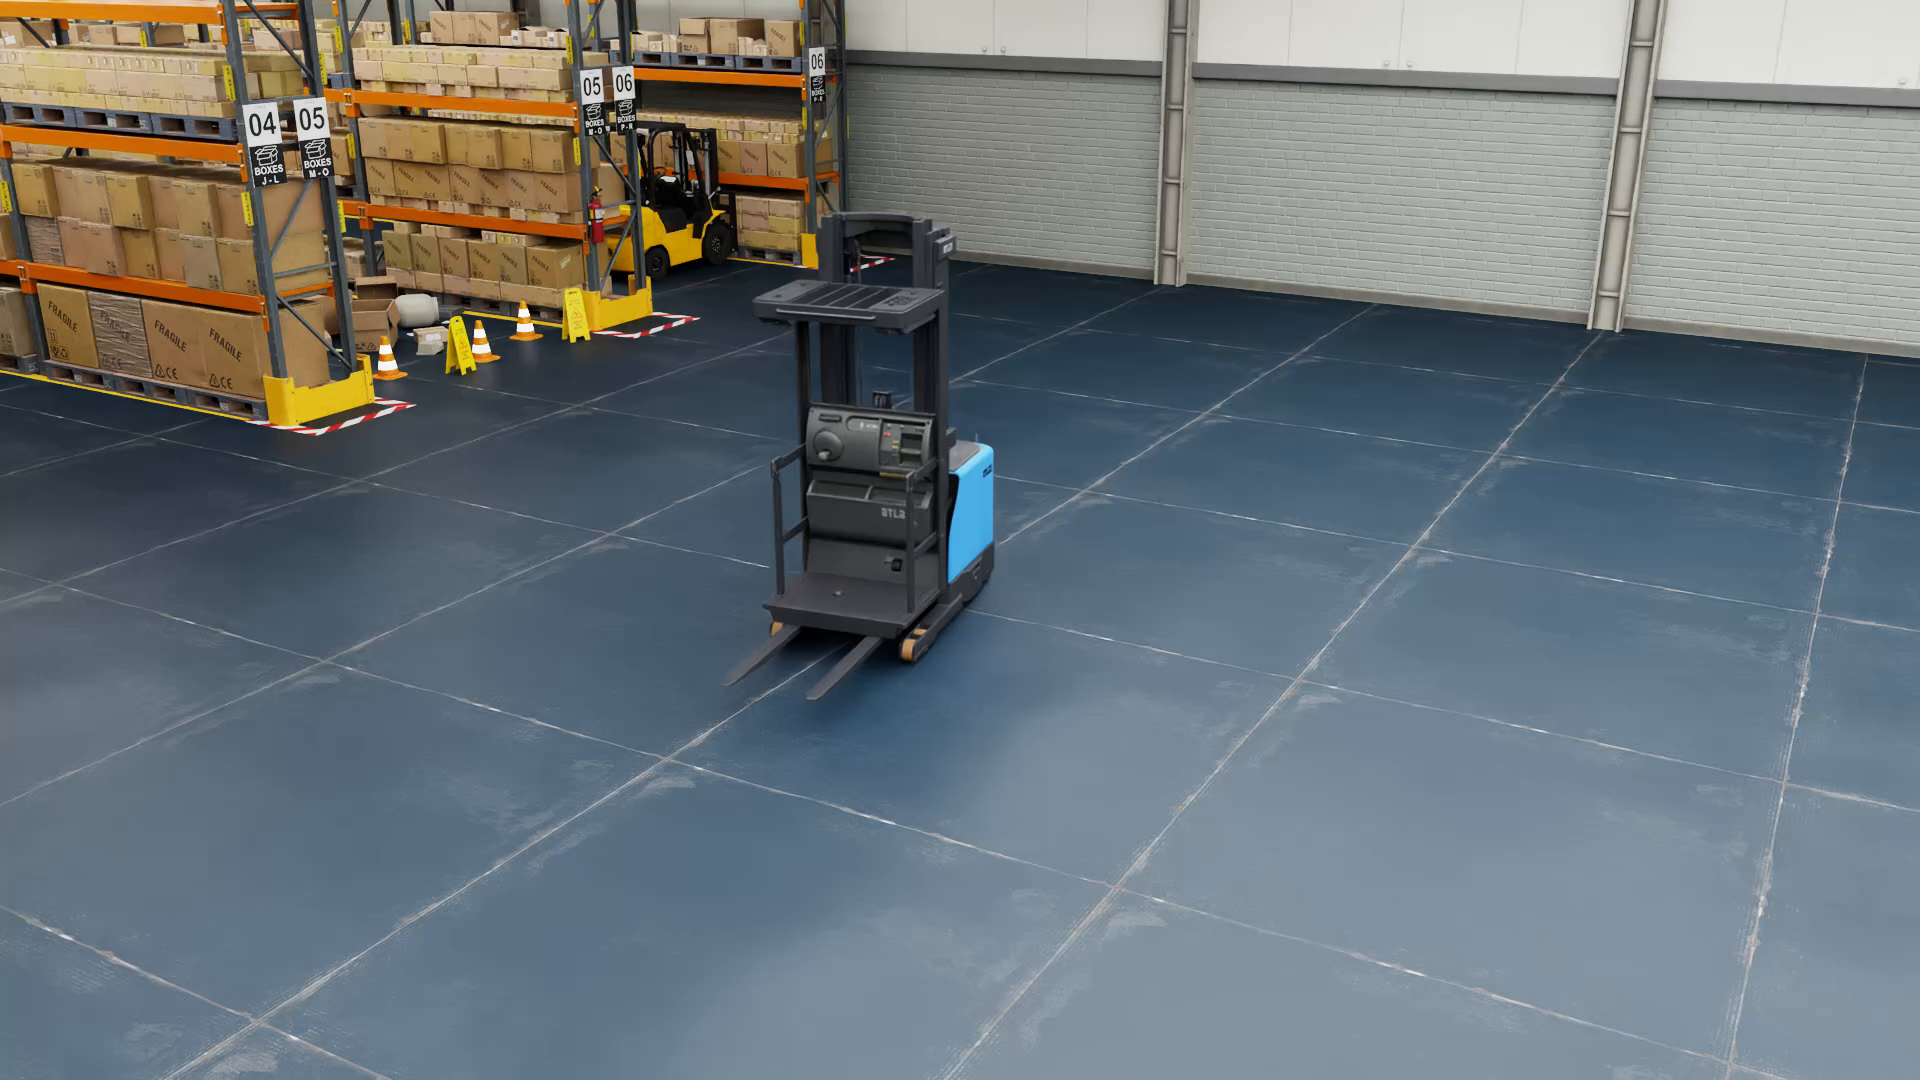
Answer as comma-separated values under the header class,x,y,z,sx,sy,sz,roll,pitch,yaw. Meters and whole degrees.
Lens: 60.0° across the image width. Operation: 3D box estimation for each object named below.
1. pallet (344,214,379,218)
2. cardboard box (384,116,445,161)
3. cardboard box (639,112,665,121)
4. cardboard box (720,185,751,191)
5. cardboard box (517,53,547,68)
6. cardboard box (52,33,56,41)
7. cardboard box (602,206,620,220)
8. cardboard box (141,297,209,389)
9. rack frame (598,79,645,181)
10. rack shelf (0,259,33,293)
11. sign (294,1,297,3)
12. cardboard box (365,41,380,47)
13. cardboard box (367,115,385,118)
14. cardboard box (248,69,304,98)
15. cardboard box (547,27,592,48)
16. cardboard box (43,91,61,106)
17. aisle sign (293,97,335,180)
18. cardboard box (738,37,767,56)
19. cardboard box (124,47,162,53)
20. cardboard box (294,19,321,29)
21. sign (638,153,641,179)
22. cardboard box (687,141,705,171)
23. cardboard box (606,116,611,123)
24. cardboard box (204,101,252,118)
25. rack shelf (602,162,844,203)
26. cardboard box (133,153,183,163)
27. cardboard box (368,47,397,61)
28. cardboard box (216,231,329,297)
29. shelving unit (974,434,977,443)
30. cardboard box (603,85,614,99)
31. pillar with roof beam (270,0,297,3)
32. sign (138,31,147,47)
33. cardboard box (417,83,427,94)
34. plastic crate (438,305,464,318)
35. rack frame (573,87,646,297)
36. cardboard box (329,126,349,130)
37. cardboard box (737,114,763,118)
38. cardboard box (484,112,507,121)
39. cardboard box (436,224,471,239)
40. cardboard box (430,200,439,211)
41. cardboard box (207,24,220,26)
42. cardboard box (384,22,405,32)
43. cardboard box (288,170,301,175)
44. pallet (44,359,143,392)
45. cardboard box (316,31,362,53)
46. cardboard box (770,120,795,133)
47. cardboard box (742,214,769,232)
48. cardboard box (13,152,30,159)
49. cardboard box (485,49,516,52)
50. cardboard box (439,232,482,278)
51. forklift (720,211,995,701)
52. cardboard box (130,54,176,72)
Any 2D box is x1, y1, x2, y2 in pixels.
class,x,y,z,sx,sy,sz,roll,pitch,yaw
pallet,-10.699,-6.101,30.376,1.213,0.211,1.003,11,23,27
cardboard box,-7.216,-5.358,22.187,0.500,0.500,0.700,11,23,28
cardboard box,-4.880,-6.702,26.409,0.250,0.149,0.380,10,22,26
cardboard box,-3.661,-5.510,26.606,0.500,0.250,0.500,10,22,26
cardboard box,-5.315,-5.991,20.783,0.250,0.149,0.380,11,22,27
cardboard box,-14.042,-7.742,25.925,0.500,0.311,0.500,11,23,27
cardboard box,-4.633,-4.265,21.592,0.250,0.149,0.380,11,23,28
cardboard box,-8.157,-2.212,18.064,0.875,0.875,0.875,10,22,26
rack frame,-5.512,-6.408,27.133,0.127,3.000,1.000,11,23,27
rack shelf,-12.002,-3.434,19.988,4.000,0.370,1.077,11,23,27
sign,-12.229,-9.743,30.591,0.005,0.325,0.100,11,23,27
cardboard box,-10.010,-8.510,28.746,0.500,0.250,0.500,11,23,27
cardboard box,-10.083,-7.280,29.138,0.500,0.250,0.500,10,22,25
cardboard box,-7.060,-4.655,16.921,0.500,0.250,0.500,11,23,27
cardboard box,-6.263,-8.069,26.679,0.500,0.311,0.500,10,22,26
cardboard box,-9.441,-4.688,17.598,0.250,0.149,0.380,10,22,26
aisle sign,-6.555,-4.074,16.885,0.004,0.787,0.394,11,23,27
cardboard box,-3.113,-7.424,24.968,0.258,0.266,0.396,11,23,27
cardboard box,-8.680,-5.175,17.770,0.250,0.149,0.380,10,22,27
cardboard box,-11.492,-9.097,29.315,0.250,0.149,0.380,11,23,28
sign,-4.173,-4.833,21.521,0.005,0.325,0.100,11,23,27
cardboard box,-3.918,-6.048,25.993,0.500,0.500,0.500,11,23,28
cardboard box,-5.715,-6.883,27.342,0.250,0.149,0.380,10,22,26
cardboard box,-7.219,-4.265,16.432,0.250,0.149,0.380,11,23,27
rack shelf,-3.766,-5.738,26.338,4.000,0.370,1.077,11,23,27
cardboard box,-11.969,-5.765,24.845,0.500,0.250,0.500,11,23,27
cardboard box,-7.573,-6.413,21.945,0.250,0.149,0.380,12,23,29
cardboard box,-7.110,-2.893,17.222,0.550,0.550,0.875,11,23,27
shelving unit,-0.007,-0.424,13.715,0.210,0.900,0.258,11,23,27
cardboard box,-4.569,-5.709,21.173,0.250,0.149,0.380,11,23,27
pillar with roof beam,-14.764,-9.661,27.303,0.400,9.000,9.100,11,23,27
sign,-11.700,-7.122,23.826,0.005,0.325,0.100,11,23,27
cardboard box,-6.879,-5.927,21.777,0.250,0.149,0.380,10,22,26
plastic crate,-6.959,-3.052,22.162,0.583,0.080,0.402,3,20,9
rack frame,-4.438,-4.265,21.223,0.127,3.000,1.000,11,23,27
cardboard box,-9.062,-5.647,23.835,0.500,0.500,0.500,11,22,27
cardboard box,-3.291,-6.603,26.134,0.250,0.149,0.380,10,22,26
cardboard box,-7.738,-7.073,27.868,0.250,0.149,0.380,11,23,28
cardboard box,-6.781,-4.146,22.262,0.250,0.149,0.380,12,23,30
cardboard box,-6.872,-4.516,22.284,0.250,0.149,0.380,11,23,27
cardboard box,-13.502,-9.547,30.438,0.500,0.250,0.500,10,22,26
cardboard box,-9.627,-8.785,28.484,0.250,0.149,0.380,10,22,25
cardboard box,-9.202,-5.135,23.376,0.250,0.149,0.380,11,23,28
pallet,-9.630,-1.979,19.011,1.213,0.211,1.003,11,23,27
cardboard box,-8.498,-6.760,22.576,0.500,0.250,0.500,11,23,29
cardboard box,-2.666,-6.263,25.199,0.250,0.149,0.380,11,23,27
cardboard box,-3.030,-4.957,25.816,0.500,0.250,0.500,11,22,27
cardboard box,-14.659,-6.038,26.332,0.500,0.250,0.500,10,22,26
cardboard box,-5.962,-6.314,21.673,0.250,0.149,0.380,11,23,28
cardboard box,-6.622,-3.837,22.360,0.500,0.500,0.500,12,23,30
forklift,-0.711,-0.687,11.461,1.130,2.935,3.031,7,21,19
cardboard box,-8.108,-4.810,16.763,0.250,0.149,0.380,11,23,28
